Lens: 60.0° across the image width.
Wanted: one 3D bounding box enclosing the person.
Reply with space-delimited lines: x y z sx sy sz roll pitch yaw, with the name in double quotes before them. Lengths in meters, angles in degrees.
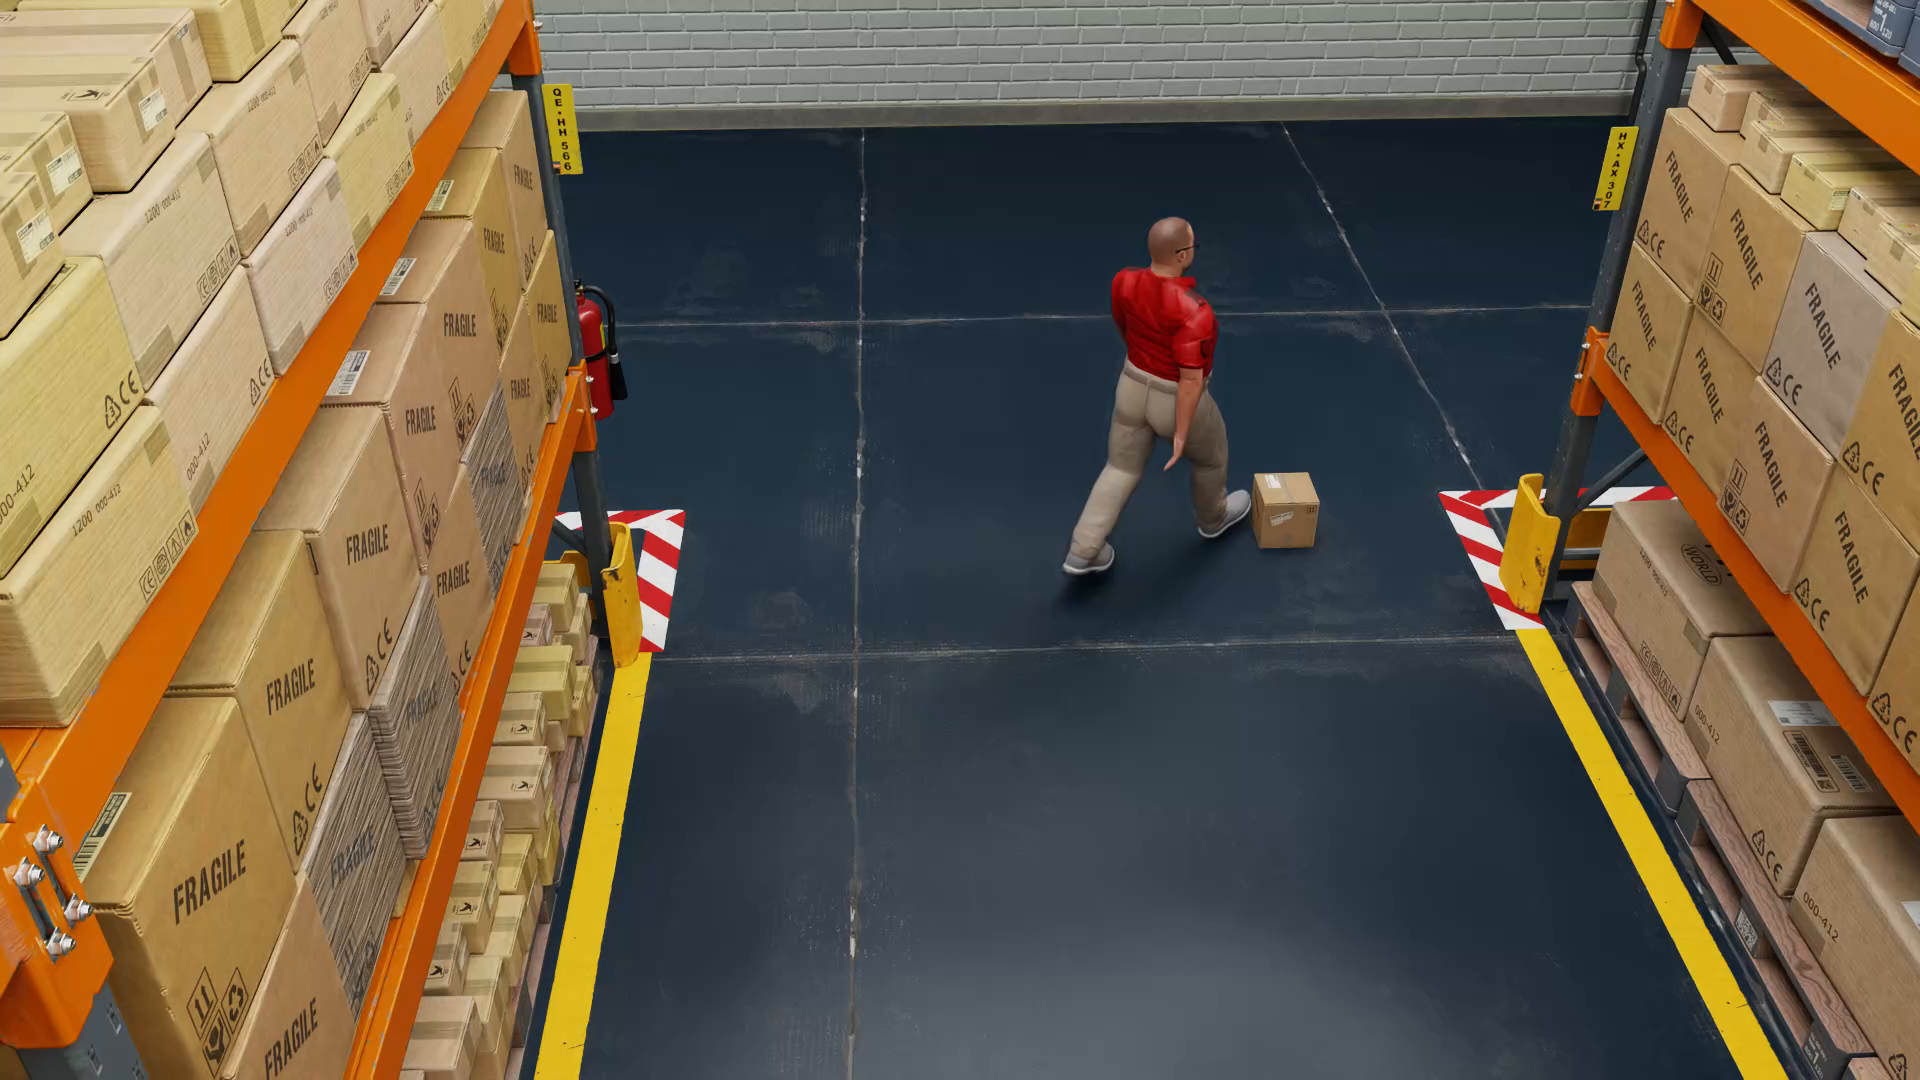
"person" 0.896 -0.637 7.092 0.542 1.666 1.056 25 42 31
